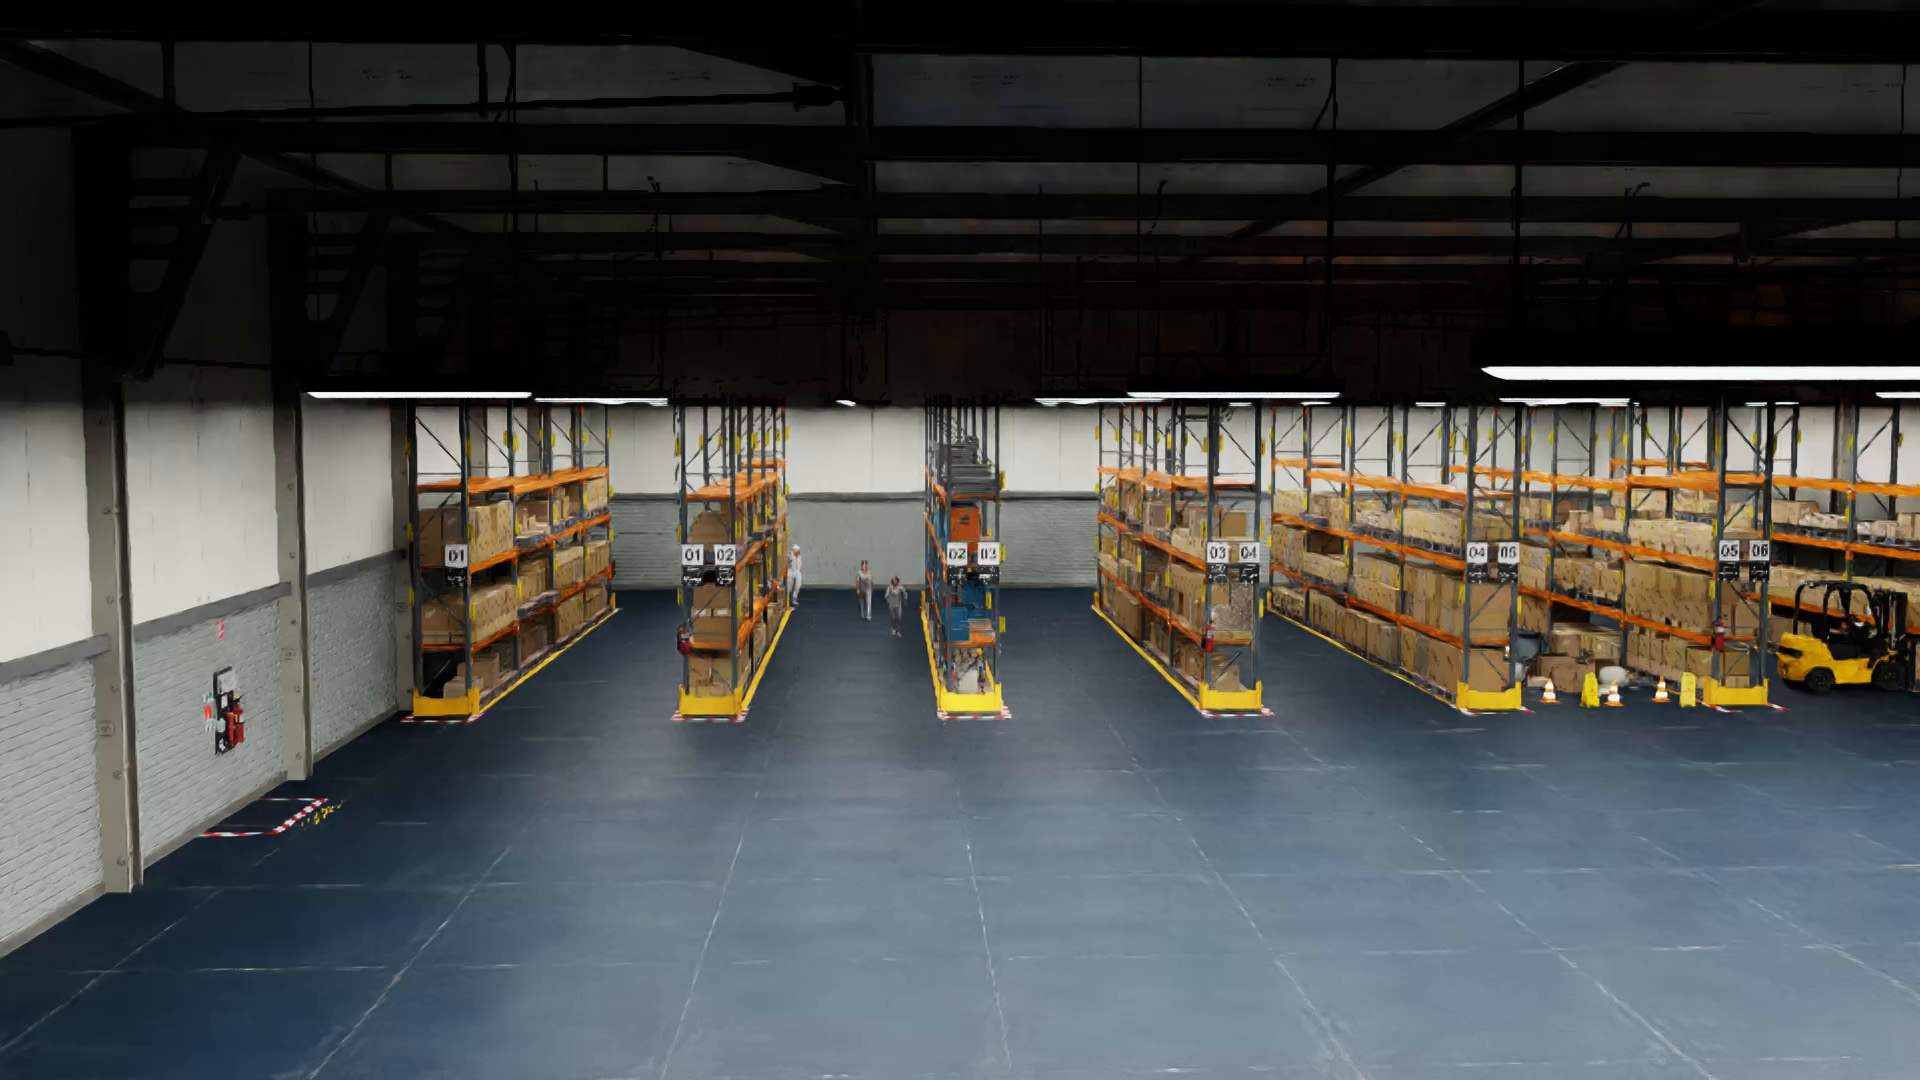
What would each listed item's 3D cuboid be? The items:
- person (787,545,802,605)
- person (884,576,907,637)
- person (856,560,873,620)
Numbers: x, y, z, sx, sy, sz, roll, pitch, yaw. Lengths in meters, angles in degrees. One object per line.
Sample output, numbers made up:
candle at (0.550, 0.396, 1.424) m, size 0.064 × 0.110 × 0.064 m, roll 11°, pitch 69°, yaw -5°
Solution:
person at (-4.896, 1.010, 48.523) m, size 0.586 × 1.776 × 0.575 m, roll -3°, pitch 6°, yaw -37°
person at (-1.620, 1.652, 41.849) m, size 0.565 × 1.535 × 0.796 m, roll 0°, pitch 5°, yaw 3°
person at (-2.601, 1.339, 45.245) m, size 0.446 × 1.590 × 1.110 m, roll 0°, pitch 5°, yaw -1°
